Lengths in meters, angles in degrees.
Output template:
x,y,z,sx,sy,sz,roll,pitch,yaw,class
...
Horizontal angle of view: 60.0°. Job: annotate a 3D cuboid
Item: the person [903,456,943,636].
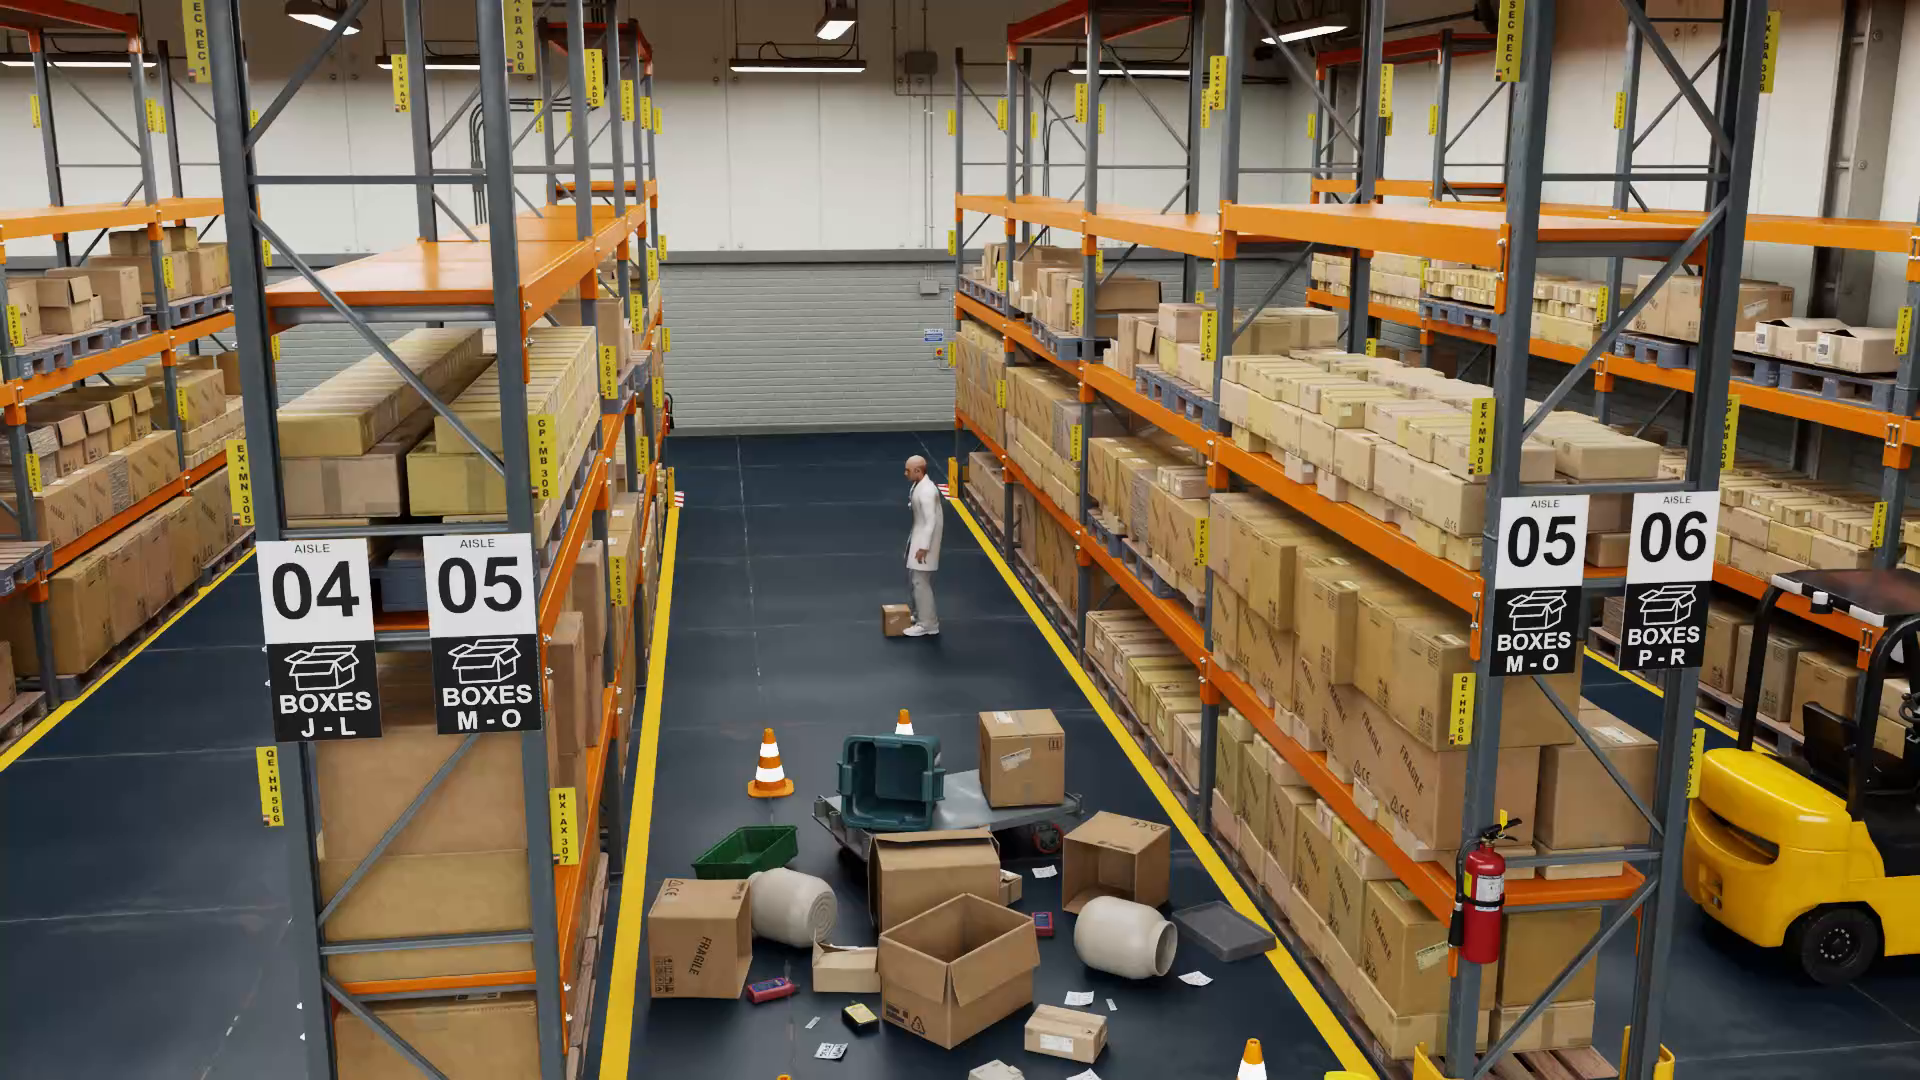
x,y,z,sx,sy,sz,roll,pitch,yaw,class
-0.380,0.040,16.342,0.424,1.773,0.640,-2,13,-9,person
